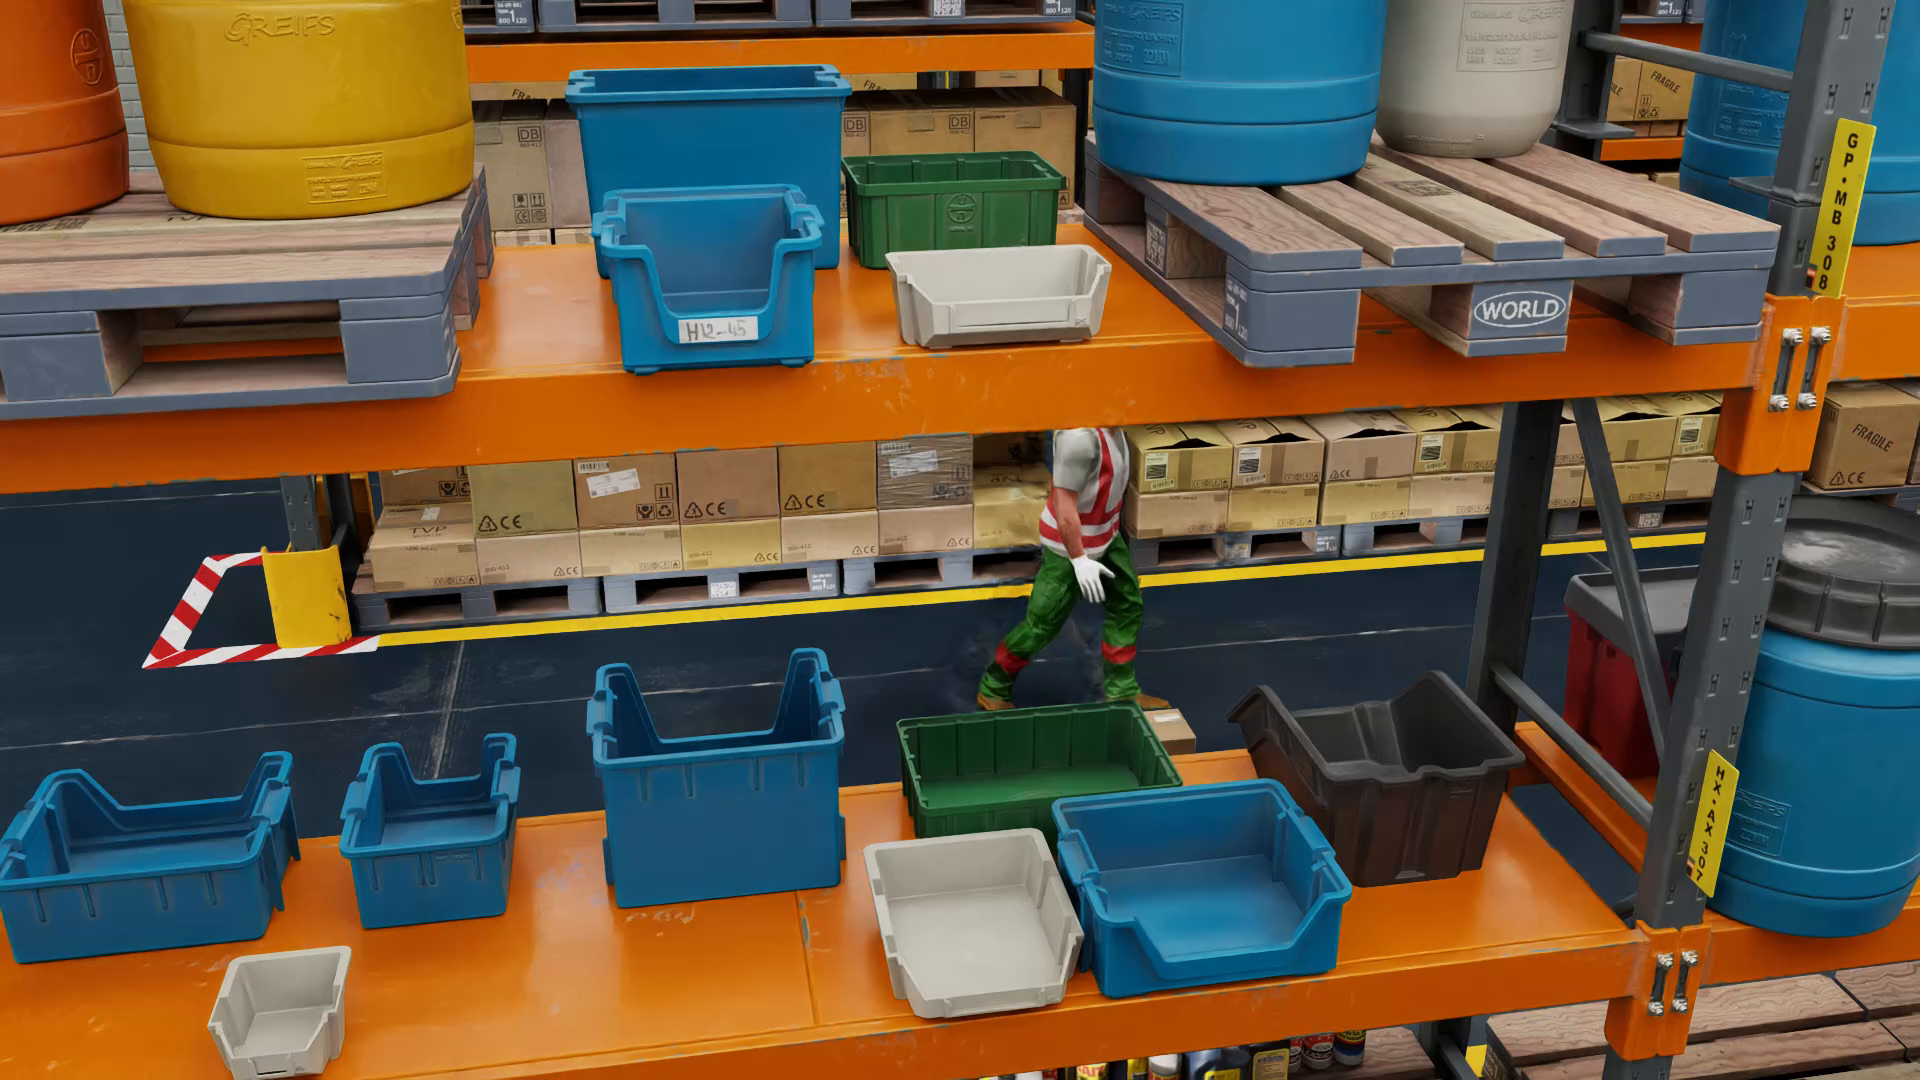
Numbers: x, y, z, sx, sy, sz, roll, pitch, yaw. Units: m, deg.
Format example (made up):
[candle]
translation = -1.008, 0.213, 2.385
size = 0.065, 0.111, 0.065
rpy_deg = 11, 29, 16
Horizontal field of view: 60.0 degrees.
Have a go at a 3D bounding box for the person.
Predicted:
[person]
translation = 0.489, 0.003, 7.096
size = 0.827, 1.754, 0.652
rpy_deg = 10, 25, 22
